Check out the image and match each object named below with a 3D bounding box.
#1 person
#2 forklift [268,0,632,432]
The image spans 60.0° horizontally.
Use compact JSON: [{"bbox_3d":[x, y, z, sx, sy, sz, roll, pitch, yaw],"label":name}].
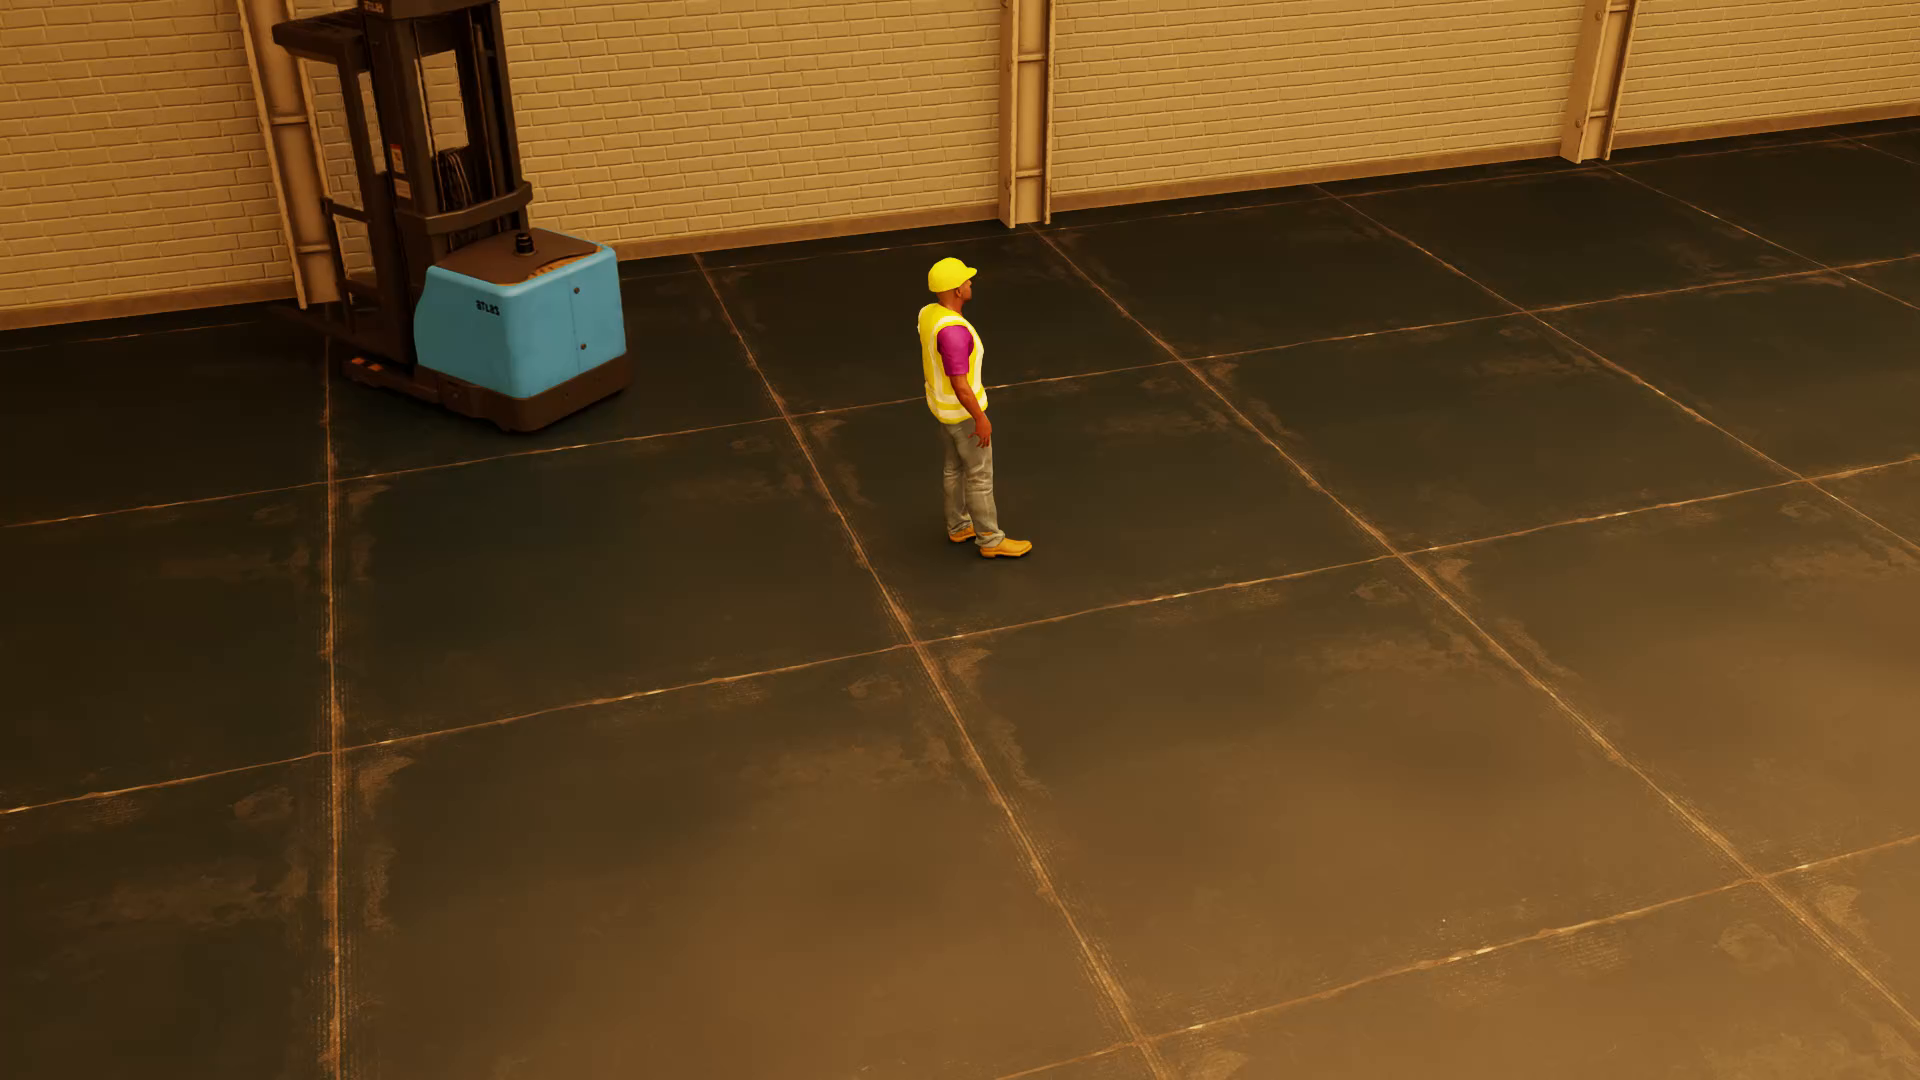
[{"bbox_3d":[0.068,-0.780,9.597,0.575,1.768,0.665,-10,31,-16],"label":"person"},{"bbox_3d":[-3.836,-2.557,11.531,3.031,2.935,1.130,19,35,29],"label":"forklift"}]
